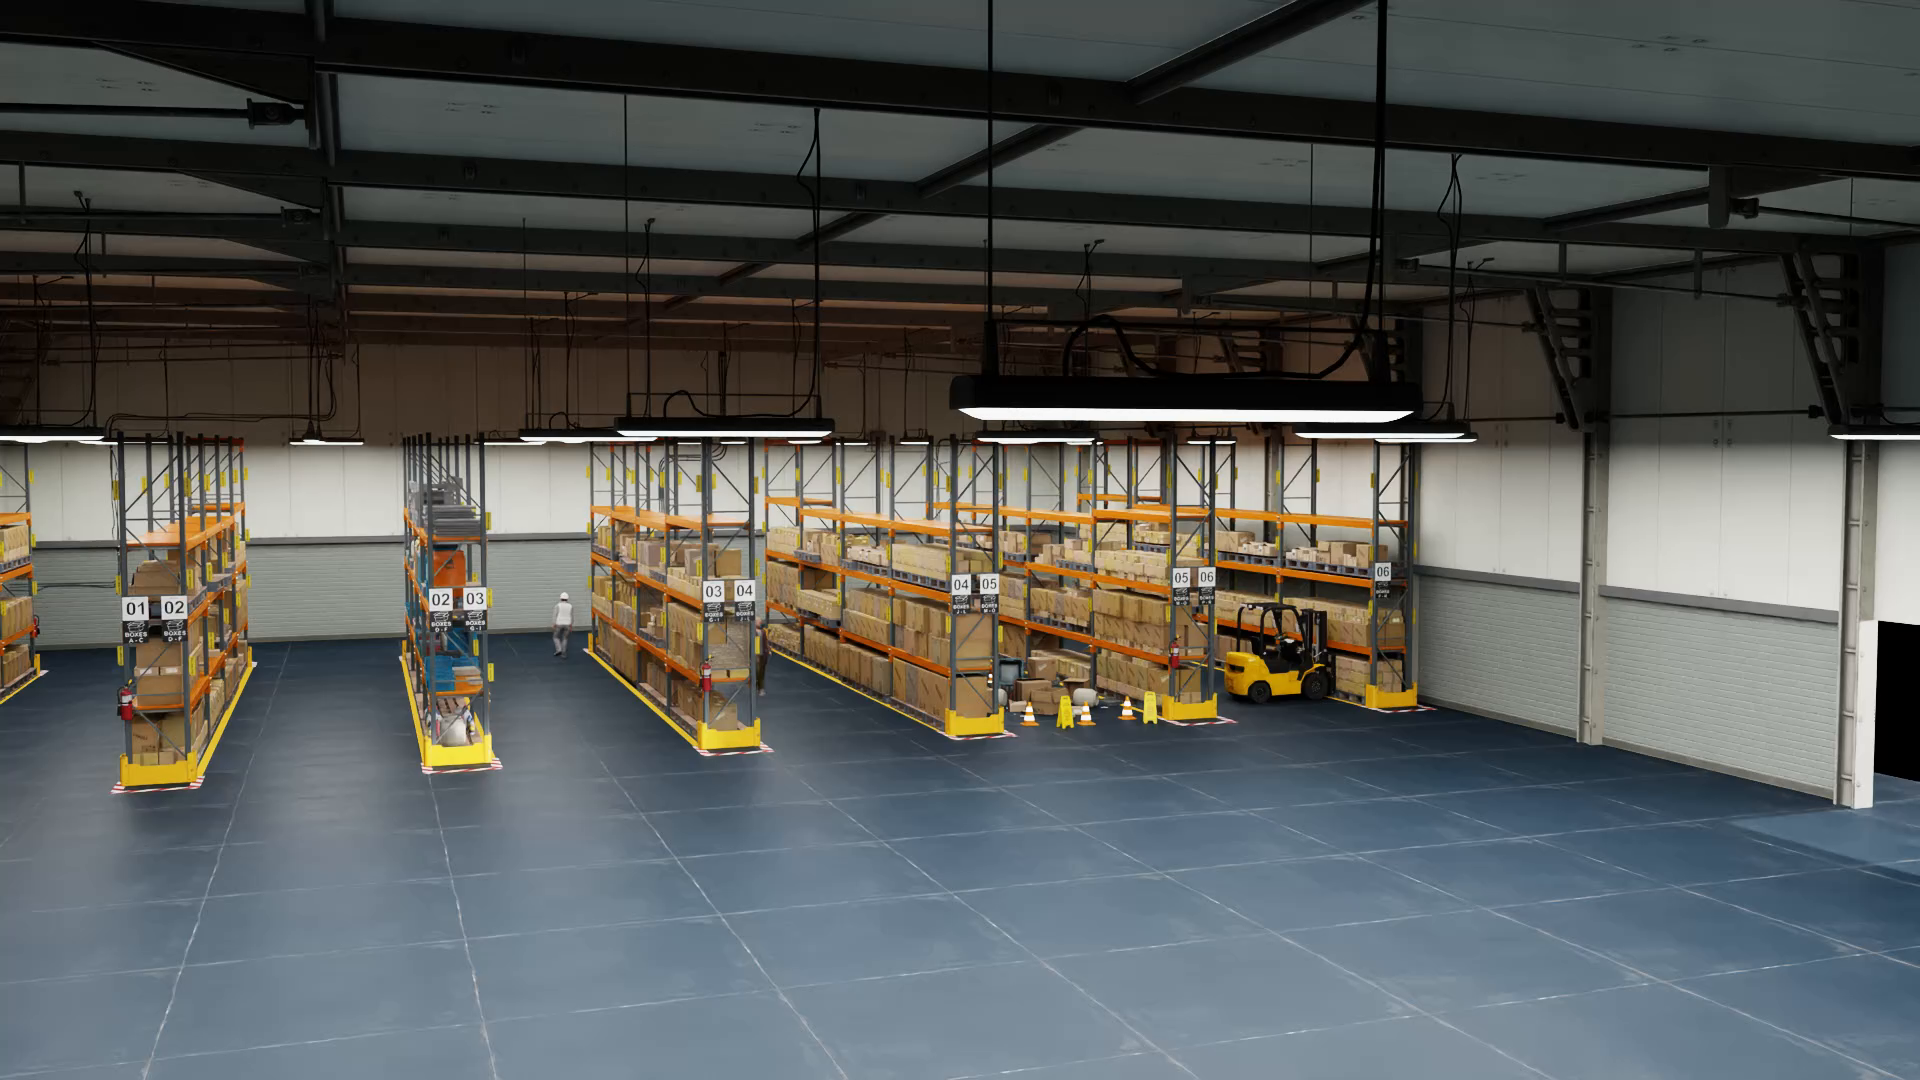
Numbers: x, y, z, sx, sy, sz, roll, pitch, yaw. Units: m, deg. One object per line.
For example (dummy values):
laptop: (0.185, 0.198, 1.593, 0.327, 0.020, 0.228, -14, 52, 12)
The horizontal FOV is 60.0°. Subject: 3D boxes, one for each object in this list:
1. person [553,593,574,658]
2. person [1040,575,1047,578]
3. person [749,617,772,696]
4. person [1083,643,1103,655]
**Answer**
person: (-10.807, 2.318, 45.320, 0.570, 1.770, 0.449, -1, 3, -21)
person: (2.719, 1.933, 53.281, 0.923, 1.650, 0.461, -2, 4, -26)
person: (-4.629, 2.707, 38.670, 0.609, 1.804, 0.732, -3, 4, -43)
person: (3.712, 2.380, 45.873, 0.458, 1.683, 0.687, -2, 4, -33)
